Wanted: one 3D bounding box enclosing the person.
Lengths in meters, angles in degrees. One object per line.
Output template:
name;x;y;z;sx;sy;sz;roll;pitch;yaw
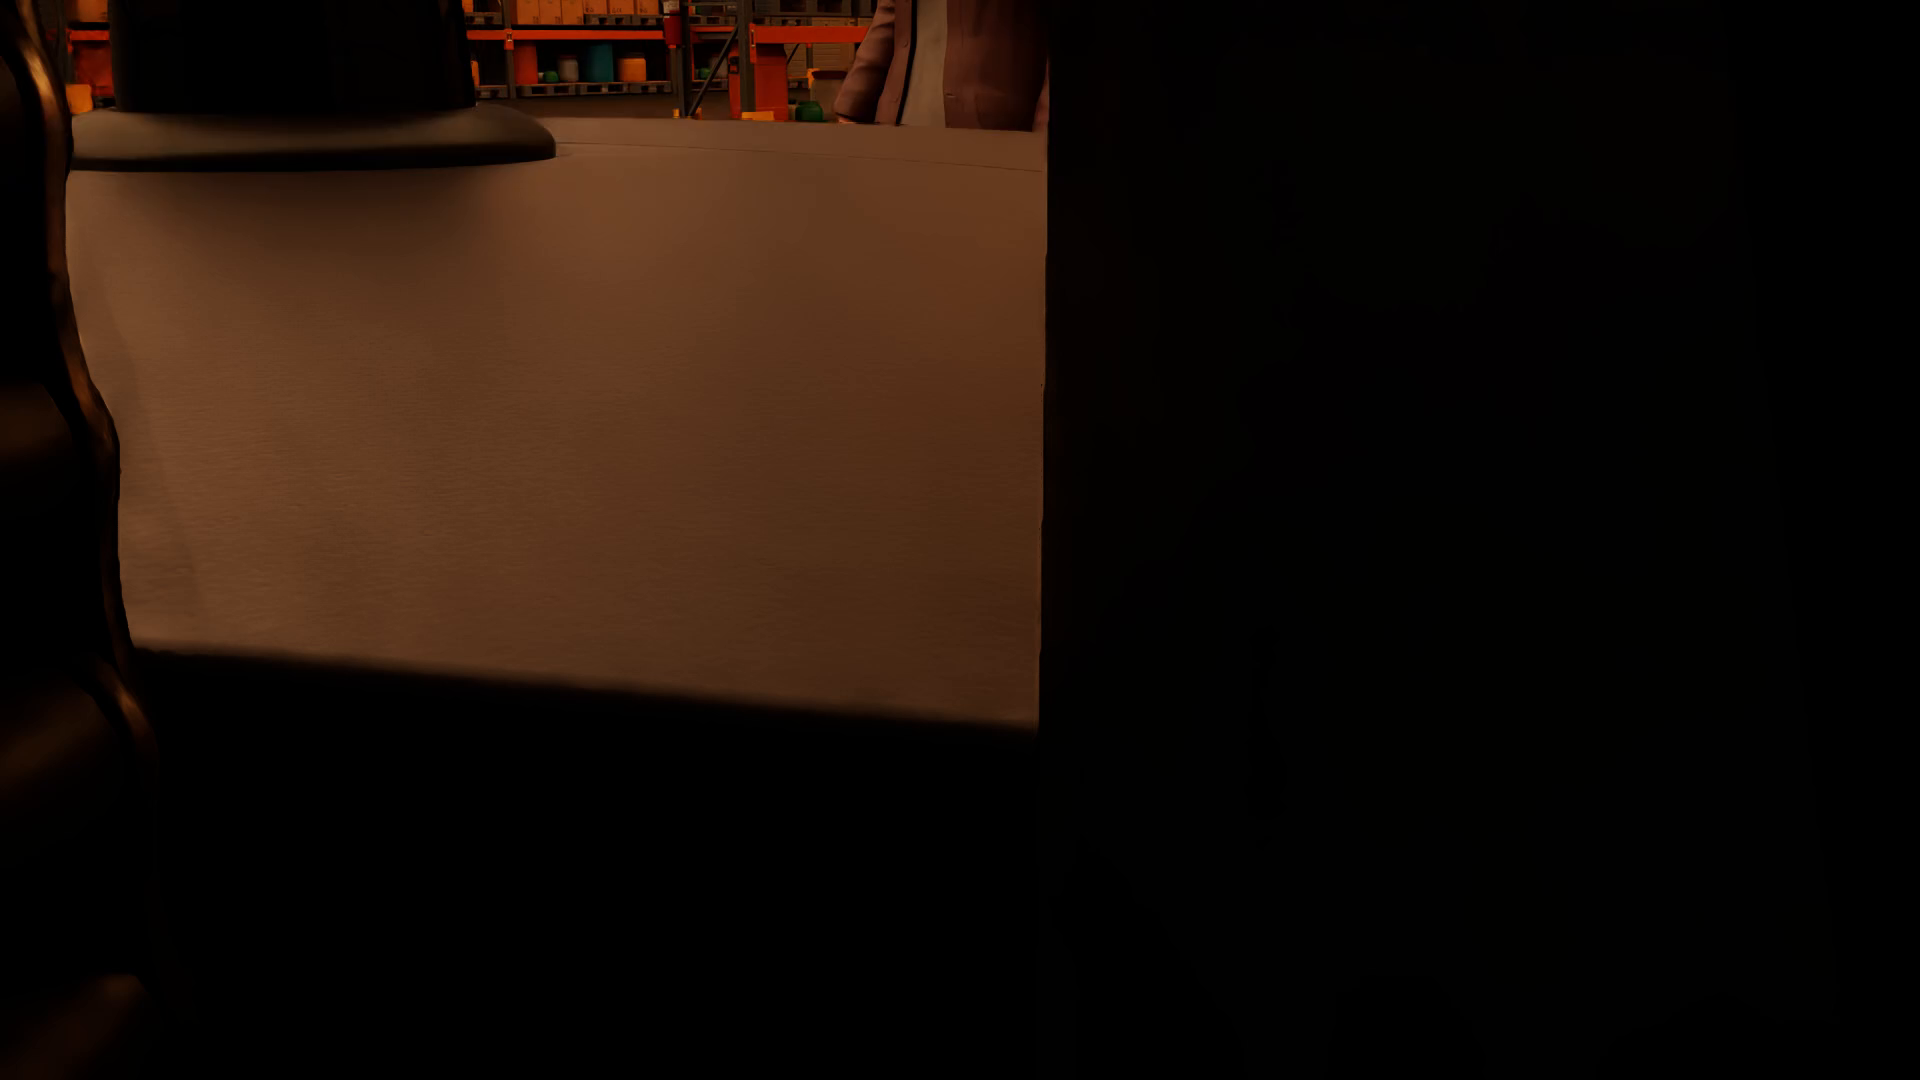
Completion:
person;-0.062;-0.838;3.618;0.694;1.775;0.582;13;21;37
